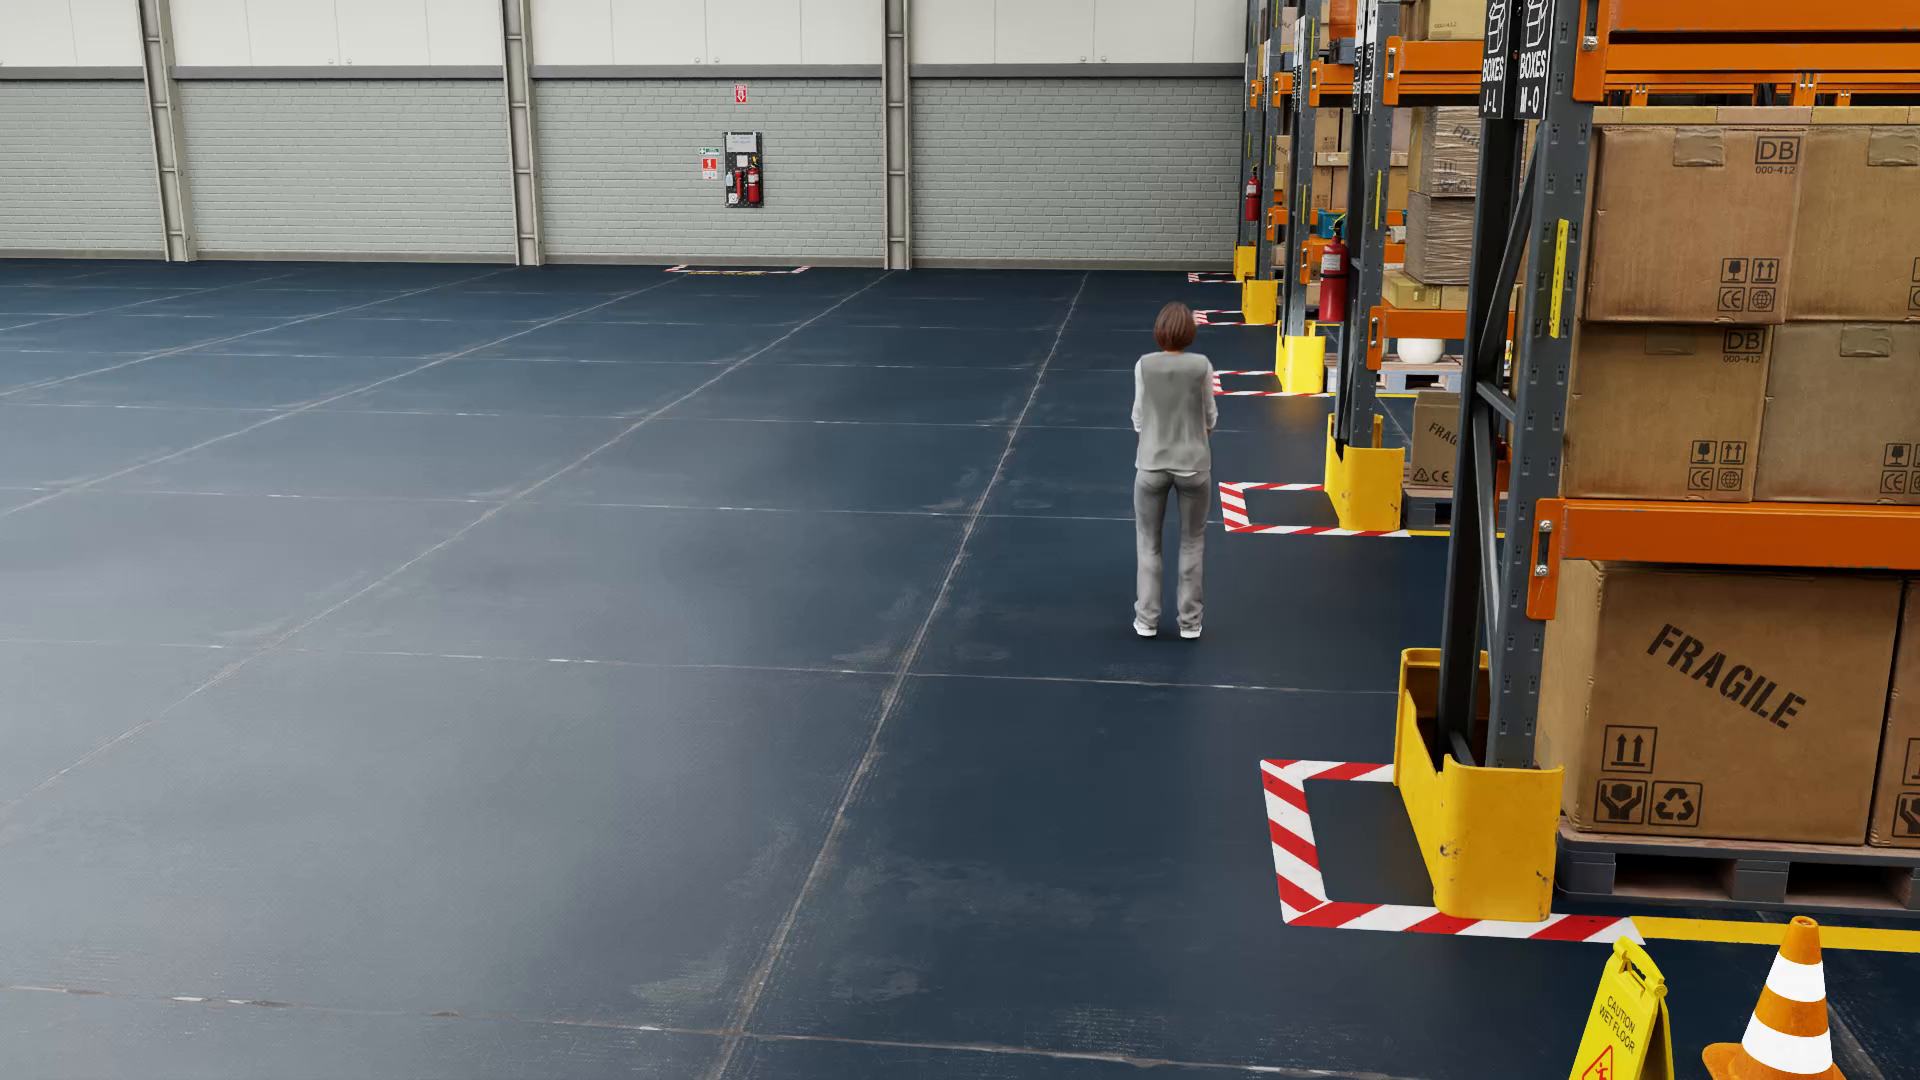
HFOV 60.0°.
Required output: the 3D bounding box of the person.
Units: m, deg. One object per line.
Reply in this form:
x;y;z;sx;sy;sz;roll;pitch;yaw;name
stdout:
1.004;-0.341;7.852;0.401;1.596;0.495;2;15;7;person
